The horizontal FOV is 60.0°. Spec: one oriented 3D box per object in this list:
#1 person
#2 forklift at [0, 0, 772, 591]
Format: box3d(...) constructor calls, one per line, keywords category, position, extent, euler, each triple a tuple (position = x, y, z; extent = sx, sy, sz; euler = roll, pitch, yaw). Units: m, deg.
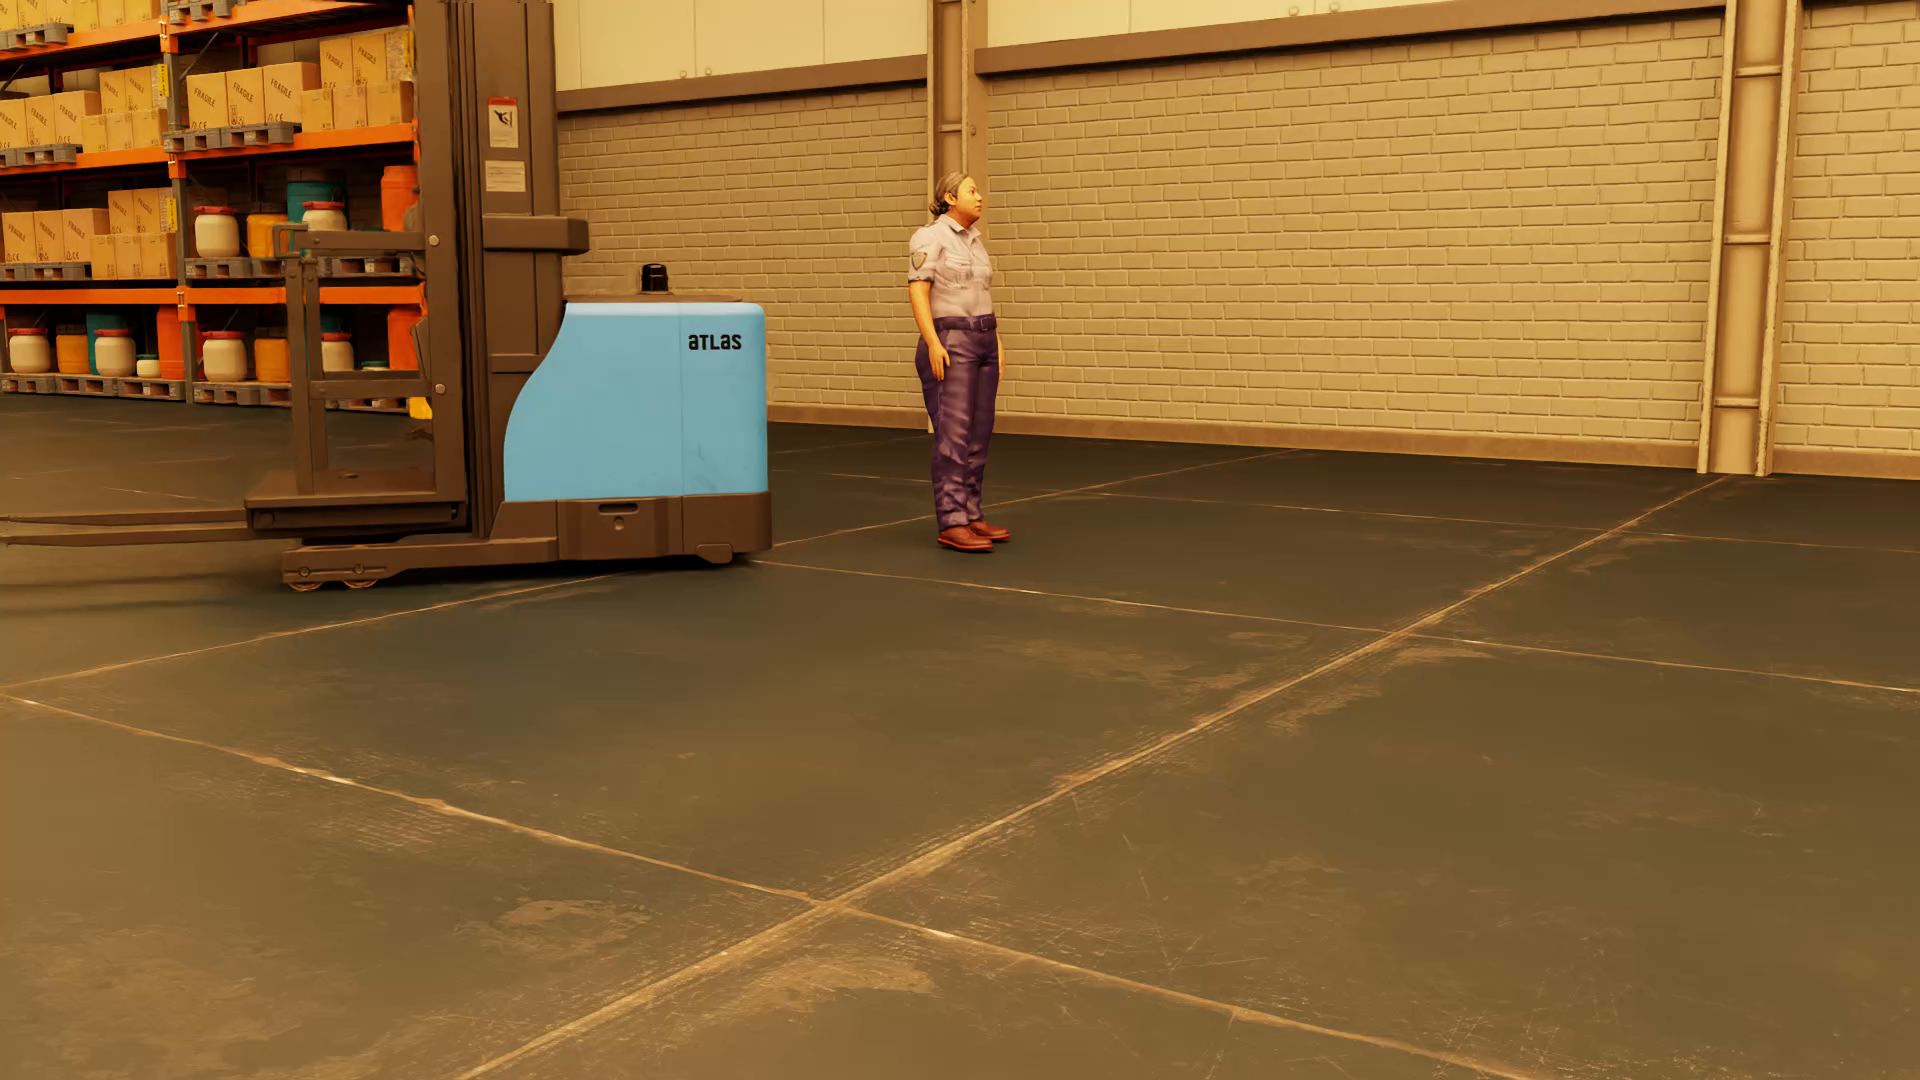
box3d(category="person", position=(0.062, -0.808, 7.419), extent=(0.502, 1.641, 0.598), euler=(5, 10, 34))
box3d(category="forklift", position=(-2.349, -1.341, 6.621), extent=(3.031, 2.935, 1.130), euler=(-3, 8, -17))
